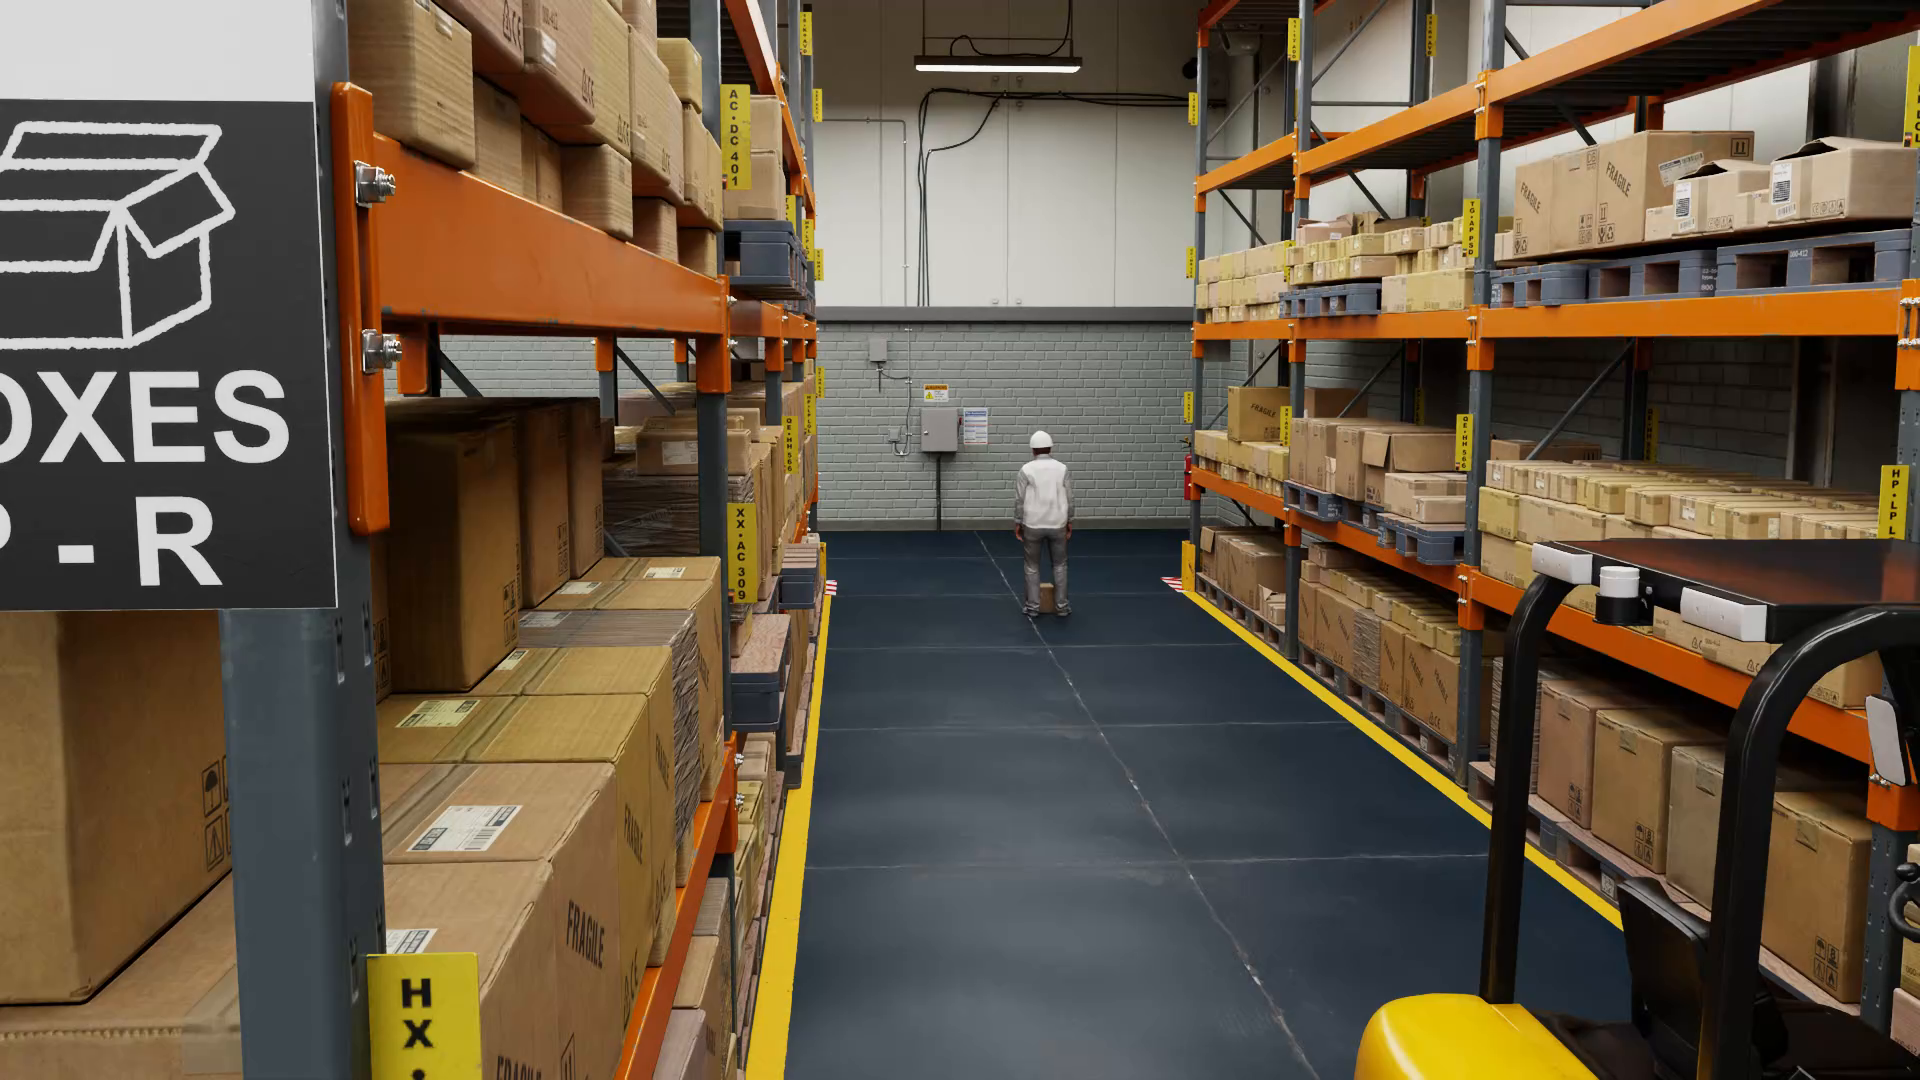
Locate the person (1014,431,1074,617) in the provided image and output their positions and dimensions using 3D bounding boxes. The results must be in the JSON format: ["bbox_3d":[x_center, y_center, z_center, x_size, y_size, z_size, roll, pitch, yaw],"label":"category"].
[{"bbox_3d":[0.805,-0.154,15.930,0.586,1.770,0.463,-1,7,-7],"label":"person"}]
